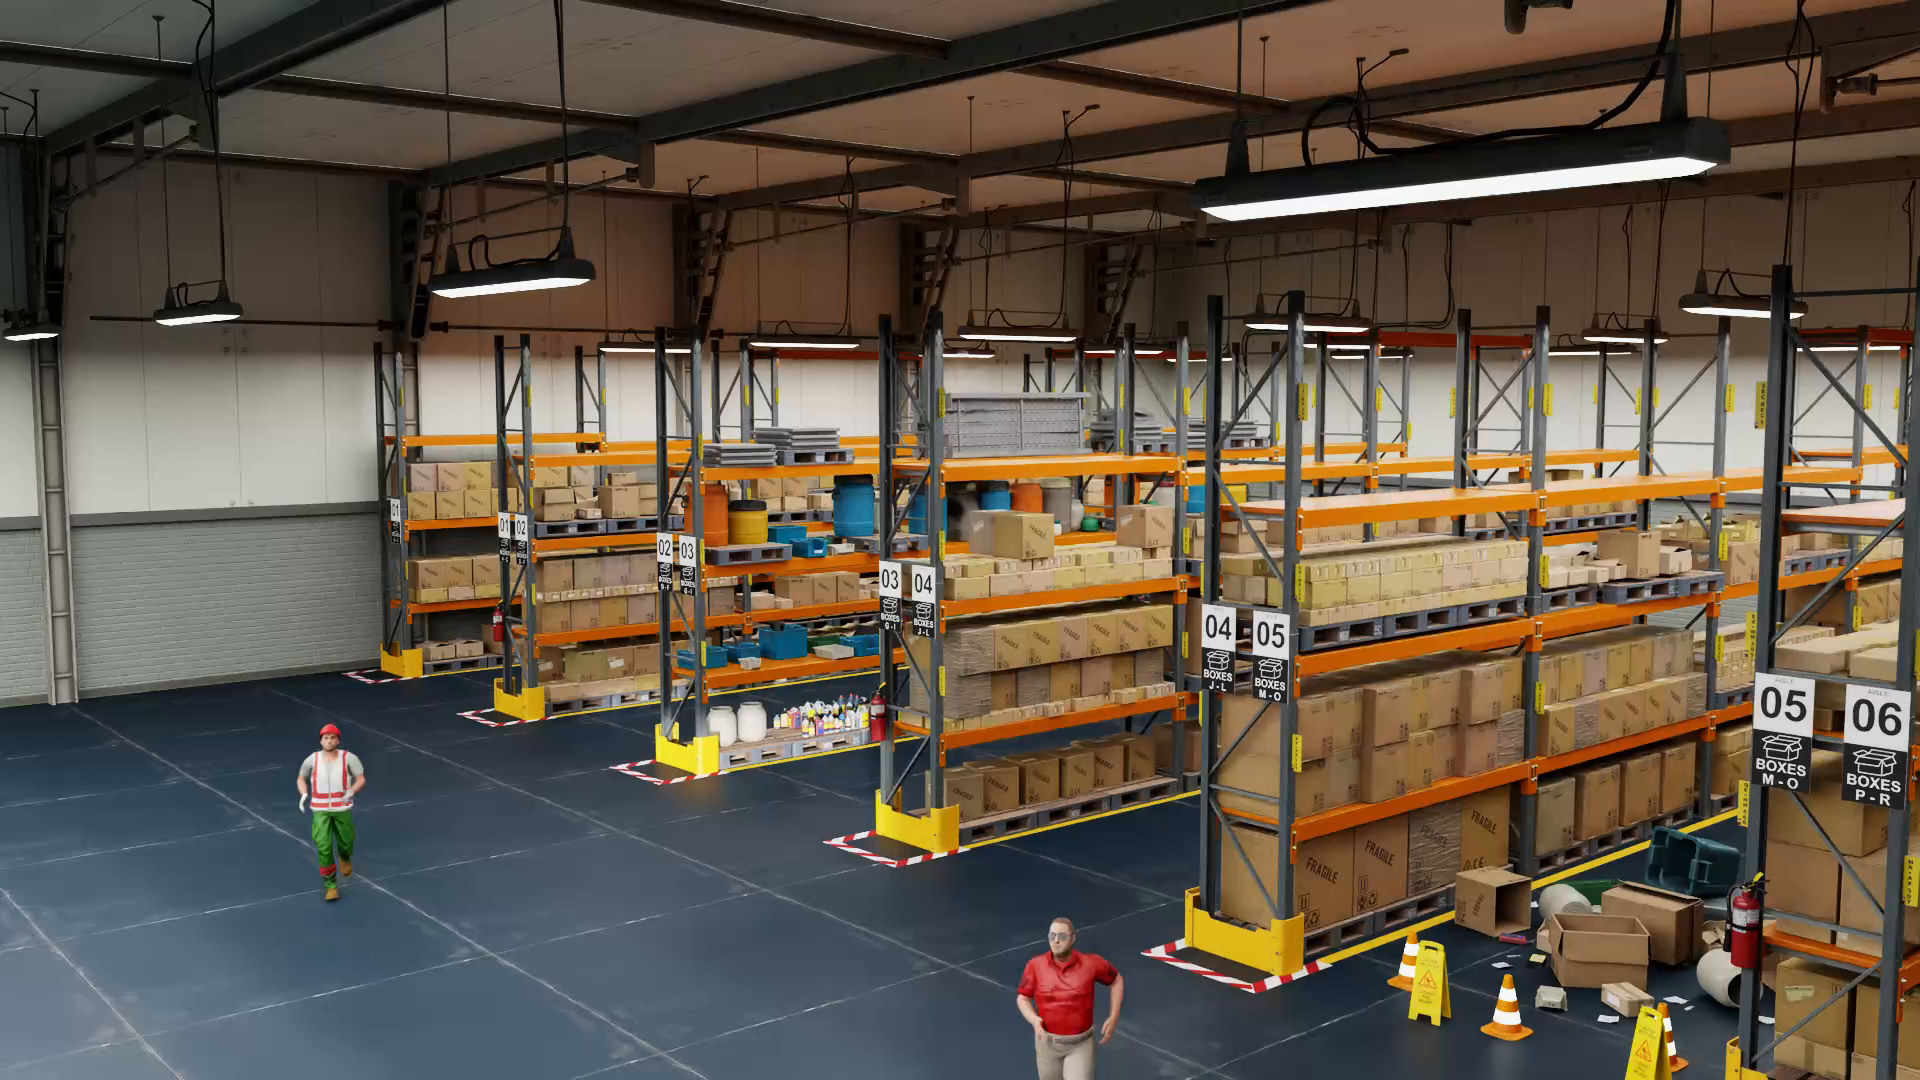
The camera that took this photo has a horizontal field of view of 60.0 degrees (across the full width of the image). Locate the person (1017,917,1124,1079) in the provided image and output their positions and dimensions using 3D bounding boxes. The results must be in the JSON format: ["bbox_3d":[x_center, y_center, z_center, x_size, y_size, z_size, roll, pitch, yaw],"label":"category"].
[{"bbox_3d":[0.696,3.348,10.896,0.671,1.754,0.737,1,5,16],"label":"person"}]

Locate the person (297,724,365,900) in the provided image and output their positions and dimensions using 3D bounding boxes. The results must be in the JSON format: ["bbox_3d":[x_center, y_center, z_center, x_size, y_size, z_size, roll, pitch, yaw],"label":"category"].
[{"bbox_3d":[-6.427,2.749,17.005,0.661,1.746,0.767,-2,5,-16],"label":"person"}]
